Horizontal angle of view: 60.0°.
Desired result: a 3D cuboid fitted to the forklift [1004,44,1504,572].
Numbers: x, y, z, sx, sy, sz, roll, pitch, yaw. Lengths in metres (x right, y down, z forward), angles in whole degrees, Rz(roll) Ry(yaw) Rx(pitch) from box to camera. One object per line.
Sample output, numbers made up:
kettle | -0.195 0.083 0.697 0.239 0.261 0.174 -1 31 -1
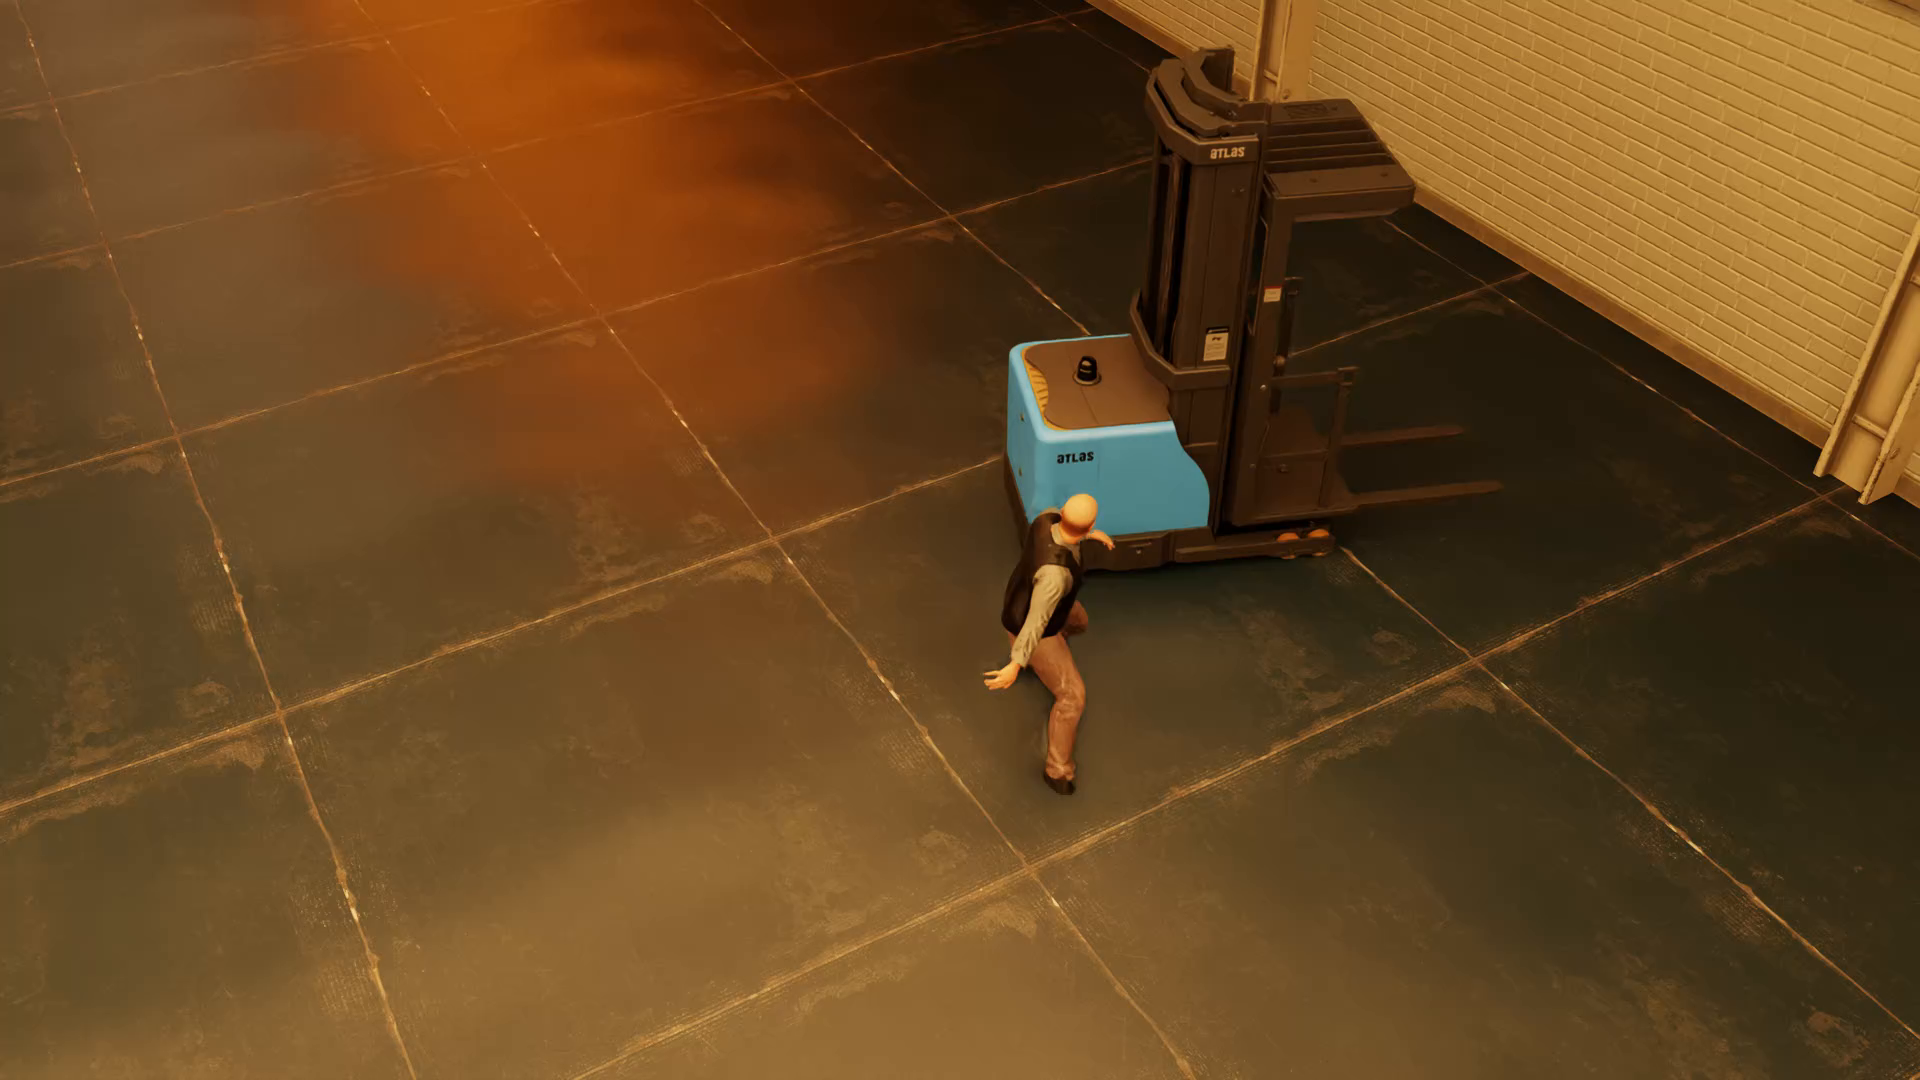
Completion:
forklift | 1.846 -1.339 9.651 3.031 2.935 1.130 -6 40 -7

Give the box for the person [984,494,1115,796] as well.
person | 0.473 0.464 8.641 0.564 1.679 1.068 6 40 7
